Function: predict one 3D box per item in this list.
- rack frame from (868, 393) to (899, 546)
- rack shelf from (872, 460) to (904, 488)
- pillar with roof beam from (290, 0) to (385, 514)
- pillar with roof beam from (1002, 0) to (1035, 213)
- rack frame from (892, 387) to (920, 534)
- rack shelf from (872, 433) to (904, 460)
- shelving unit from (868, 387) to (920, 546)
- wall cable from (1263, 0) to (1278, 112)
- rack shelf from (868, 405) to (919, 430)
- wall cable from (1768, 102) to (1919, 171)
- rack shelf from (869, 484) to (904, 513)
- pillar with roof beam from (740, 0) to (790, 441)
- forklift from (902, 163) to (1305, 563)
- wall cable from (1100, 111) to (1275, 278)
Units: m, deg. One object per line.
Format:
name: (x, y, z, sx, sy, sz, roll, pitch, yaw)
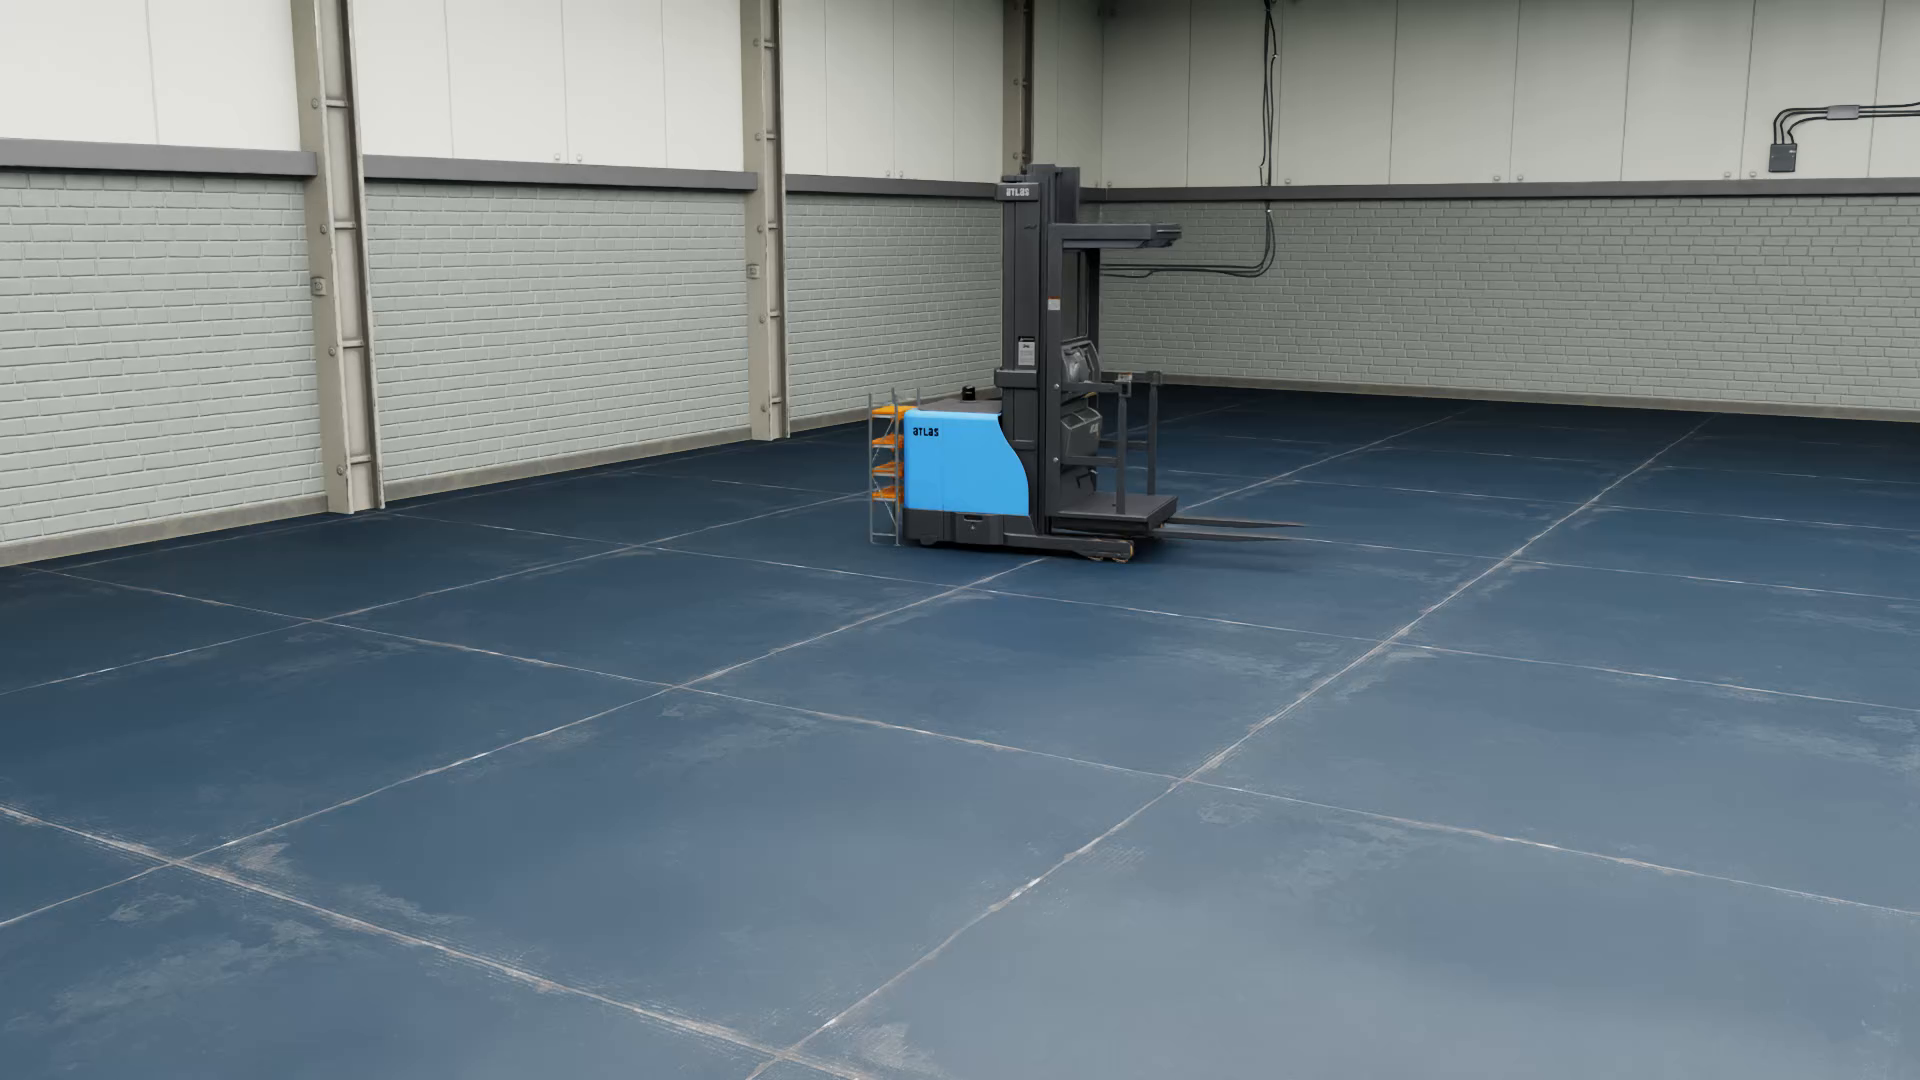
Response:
rack frame: (-0.599, -0.552, 13.057, 0.240, 1.200, 0.015, 4, 11, 19)
rack shelf: (-0.518, -0.528, 13.296, 0.258, 0.148, 0.480, 4, 11, 19)
pillar with roof beam: (-1.705, -4.285, 11.800, 9.100, 9.000, 0.400, 6, 12, 31)
pillar with roof beam: (4.525, -6.172, 21.881, 9.100, 9.000, 0.400, 6, 12, 31)
rack frame: (-0.437, -0.637, 13.510, 0.240, 1.200, 0.015, 4, 11, 19)
rack shelf: (-0.518, -0.748, 13.255, 0.258, 0.148, 0.480, 4, 11, 19)
shelving unit: (-0.518, -0.594, 13.284, 0.258, 1.200, 0.503, 4, 11, 19)
wall cable: (5.817, -7.618, 24.318, 3.097, 2.526, 0.112, 6, 12, 31)
rack shelf: (-0.518, -0.981, 13.211, 0.258, 0.148, 0.480, 4, 11, 19)
wall cable: (11.611, -7.682, 20.707, 2.305, 6.003, 0.169, 6, 12, 31)
rack shelf: (-0.518, -0.333, 13.332, 0.258, 0.148, 0.480, 4, 11, 19)
pillar with roof beam: (1.410, -5.228, 16.840, 9.100, 9.000, 0.400, 6, 12, 31)
forklift: (1.119, -1.381, 12.779, 3.031, 2.935, 1.130, 4, 11, 20)
wall cable: (3.505, -5.394, 26.164, 3.097, 2.526, 0.112, 6, 12, 31)
